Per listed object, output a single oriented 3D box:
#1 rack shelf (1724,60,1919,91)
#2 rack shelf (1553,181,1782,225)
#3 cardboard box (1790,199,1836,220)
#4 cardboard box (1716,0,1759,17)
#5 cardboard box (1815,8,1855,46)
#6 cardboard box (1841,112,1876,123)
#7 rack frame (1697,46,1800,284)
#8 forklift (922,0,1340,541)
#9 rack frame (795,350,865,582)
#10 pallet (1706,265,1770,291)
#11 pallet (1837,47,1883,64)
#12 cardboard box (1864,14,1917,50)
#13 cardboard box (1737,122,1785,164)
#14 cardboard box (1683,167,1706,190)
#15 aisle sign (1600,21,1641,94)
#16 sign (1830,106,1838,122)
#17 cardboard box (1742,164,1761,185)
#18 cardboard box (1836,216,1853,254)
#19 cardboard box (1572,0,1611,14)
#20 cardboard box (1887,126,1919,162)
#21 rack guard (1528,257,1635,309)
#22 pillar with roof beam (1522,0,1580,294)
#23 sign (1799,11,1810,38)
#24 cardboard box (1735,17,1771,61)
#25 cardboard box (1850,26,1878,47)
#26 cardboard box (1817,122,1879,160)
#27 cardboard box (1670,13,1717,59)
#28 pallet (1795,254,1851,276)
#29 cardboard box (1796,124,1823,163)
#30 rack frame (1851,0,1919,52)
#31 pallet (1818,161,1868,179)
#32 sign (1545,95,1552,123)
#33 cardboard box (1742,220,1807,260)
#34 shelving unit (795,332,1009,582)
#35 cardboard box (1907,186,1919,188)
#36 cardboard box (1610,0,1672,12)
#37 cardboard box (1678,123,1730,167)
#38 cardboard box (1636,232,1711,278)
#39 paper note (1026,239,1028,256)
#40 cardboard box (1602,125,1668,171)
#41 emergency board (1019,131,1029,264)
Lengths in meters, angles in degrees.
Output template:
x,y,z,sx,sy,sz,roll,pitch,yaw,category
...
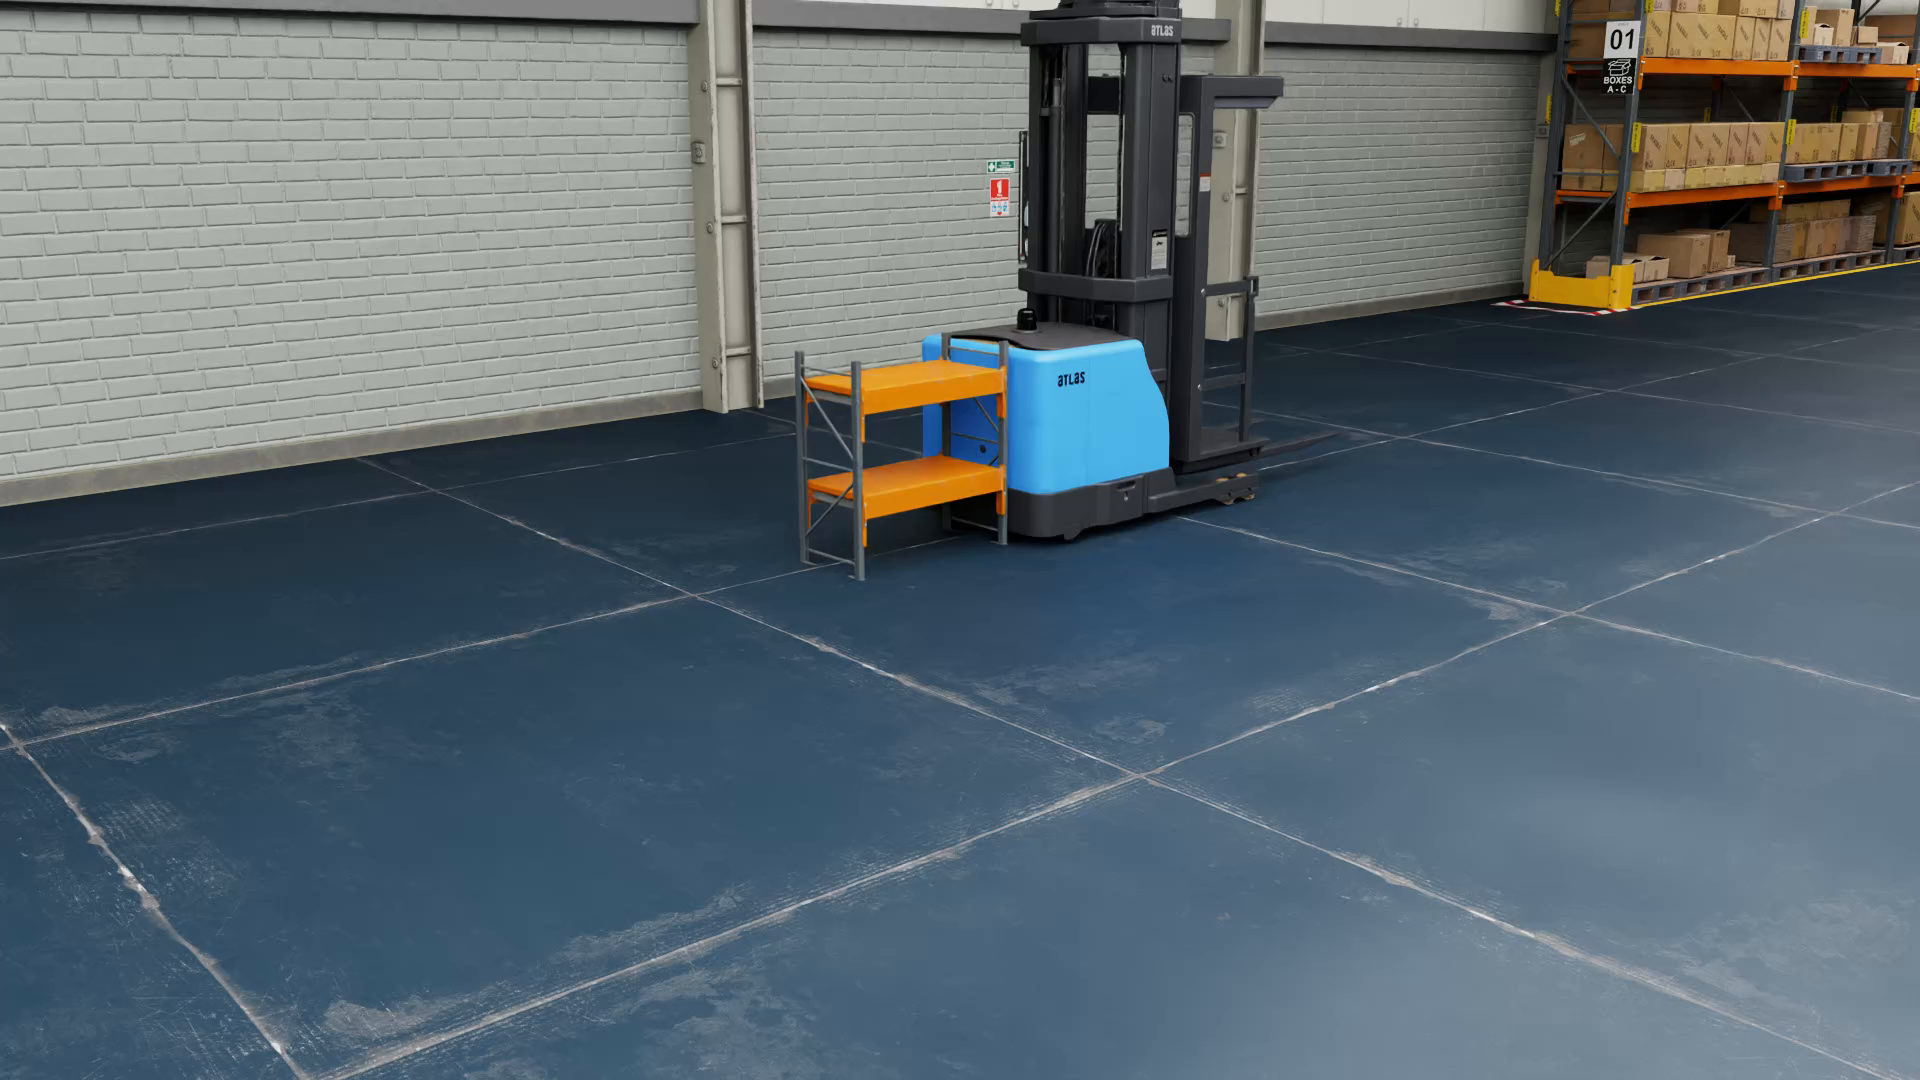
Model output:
x,y,z,sx,sy,sz,roll,pitch,yaw,category
11.819,-6.362,22.838,4.000,0.370,1.077,-13,19,-39,rack shelf
8.801,-4.236,20.689,4.000,0.370,1.077,-13,19,-39,rack shelf
11.963,-4.662,23.430,0.500,0.250,0.500,-13,20,-40,cardboard box
9.317,-6.589,20.123,0.500,0.500,0.500,-14,20,-41,cardboard box
11.706,-6.908,22.481,0.500,0.500,0.500,-14,20,-41,cardboard box
12.854,-6.052,23.792,0.380,0.149,0.250,12,19,38,cardboard box
10.310,-4.922,21.864,0.127,3.000,1.000,-13,19,-39,rack frame
1.193,-1.712,9.981,3.031,2.935,1.130,-13,20,-41,forklift
-0.667,-0.380,8.494,0.032,1.125,0.500,-13,20,-41,rack frame
9.827,-3.454,21.772,1.213,0.211,1.003,-13,19,-39,pallet
11.626,-6.541,22.475,1.003,0.211,1.213,-13,19,-39,pallet
13.649,-7.401,24.288,0.700,0.500,0.500,14,21,43,cardboard box
10.157,-5.081,21.259,0.500,0.500,0.500,-13,20,-39,cardboard box
8.640,-4.378,20.081,0.500,0.250,0.500,-13,20,-40,cardboard box
7.435,-5.430,18.728,0.004,0.787,0.394,-13,19,-39,aisle sign
12.961,-6.266,24.654,0.005,0.325,0.100,-13,19,-39,sign
9.771,-4.637,21.050,0.500,0.250,0.500,-13,19,-39,cardboard box
12.354,-4.408,23.930,0.500,0.500,0.700,-13,20,-39,cardboard box
7.446,-6.359,19.260,0.500,0.500,0.500,-12,19,-37,cardboard box
13.862,-5.834,24.469,0.500,0.500,0.500,-12,19,-38,cardboard box
7.350,-3.050,19.698,0.348,0.500,1.175,-13,19,-39,rack guard
10.079,-6.592,16.490,0.400,9.000,9.100,-13,19,-39,pillar with roof beam
10.672,-6.517,21.020,0.005,0.325,0.100,-13,19,-39,sign
9.702,-6.212,20.650,0.500,0.500,0.500,14,20,42,cardboard box
12.289,-6.907,23.243,0.637,0.503,0.797,-9,18,-32,cardboard box
12.576,-5.679,23.652,0.700,0.500,0.500,14,20,42,cardboard box
8.527,-5.932,19.601,0.500,0.500,0.500,-12,19,-37,cardboard box
11.817,-3.915,23.497,1.213,0.211,1.003,-13,19,-39,pallet
11.143,-5.356,22.442,0.500,0.500,0.700,-10,18,-34,cardboard box
13.328,-8.498,23.627,0.127,3.000,1.000,-13,19,-39,rack frame
11.861,-5.164,23.141,1.213,0.211,1.003,-13,19,-39,pallet
6.943,-5.068,19.554,0.005,0.325,0.100,-13,19,-39,sign
11.211,-4.152,22.973,0.500,0.500,0.700,-13,20,-40,cardboard box
-0.294,-0.469,8.828,1.048,1.125,0.538,-13,20,-41,shelving unit
15.272,-5.155,26.088,0.750,0.750,0.750,-12,19,-38,cardboard box
7.743,-6.253,18.863,0.500,0.500,0.500,14,21,43,cardboard box
9.005,-4.824,20.296,0.500,0.500,0.500,-12,19,-38,cardboard box
8.890,-3.560,20.757,0.500,0.500,0.700,-14,21,-43,cardboard box
0.659,-2.662,15.109,0.142,0.148,0.016,-13,19,-39,paper note
7.850,-4.566,19.331,0.500,0.500,0.500,-13,19,-39,cardboard box
0.837,-3.104,15.057,0.643,1.169,0.194,-13,19,-39,emergency board
